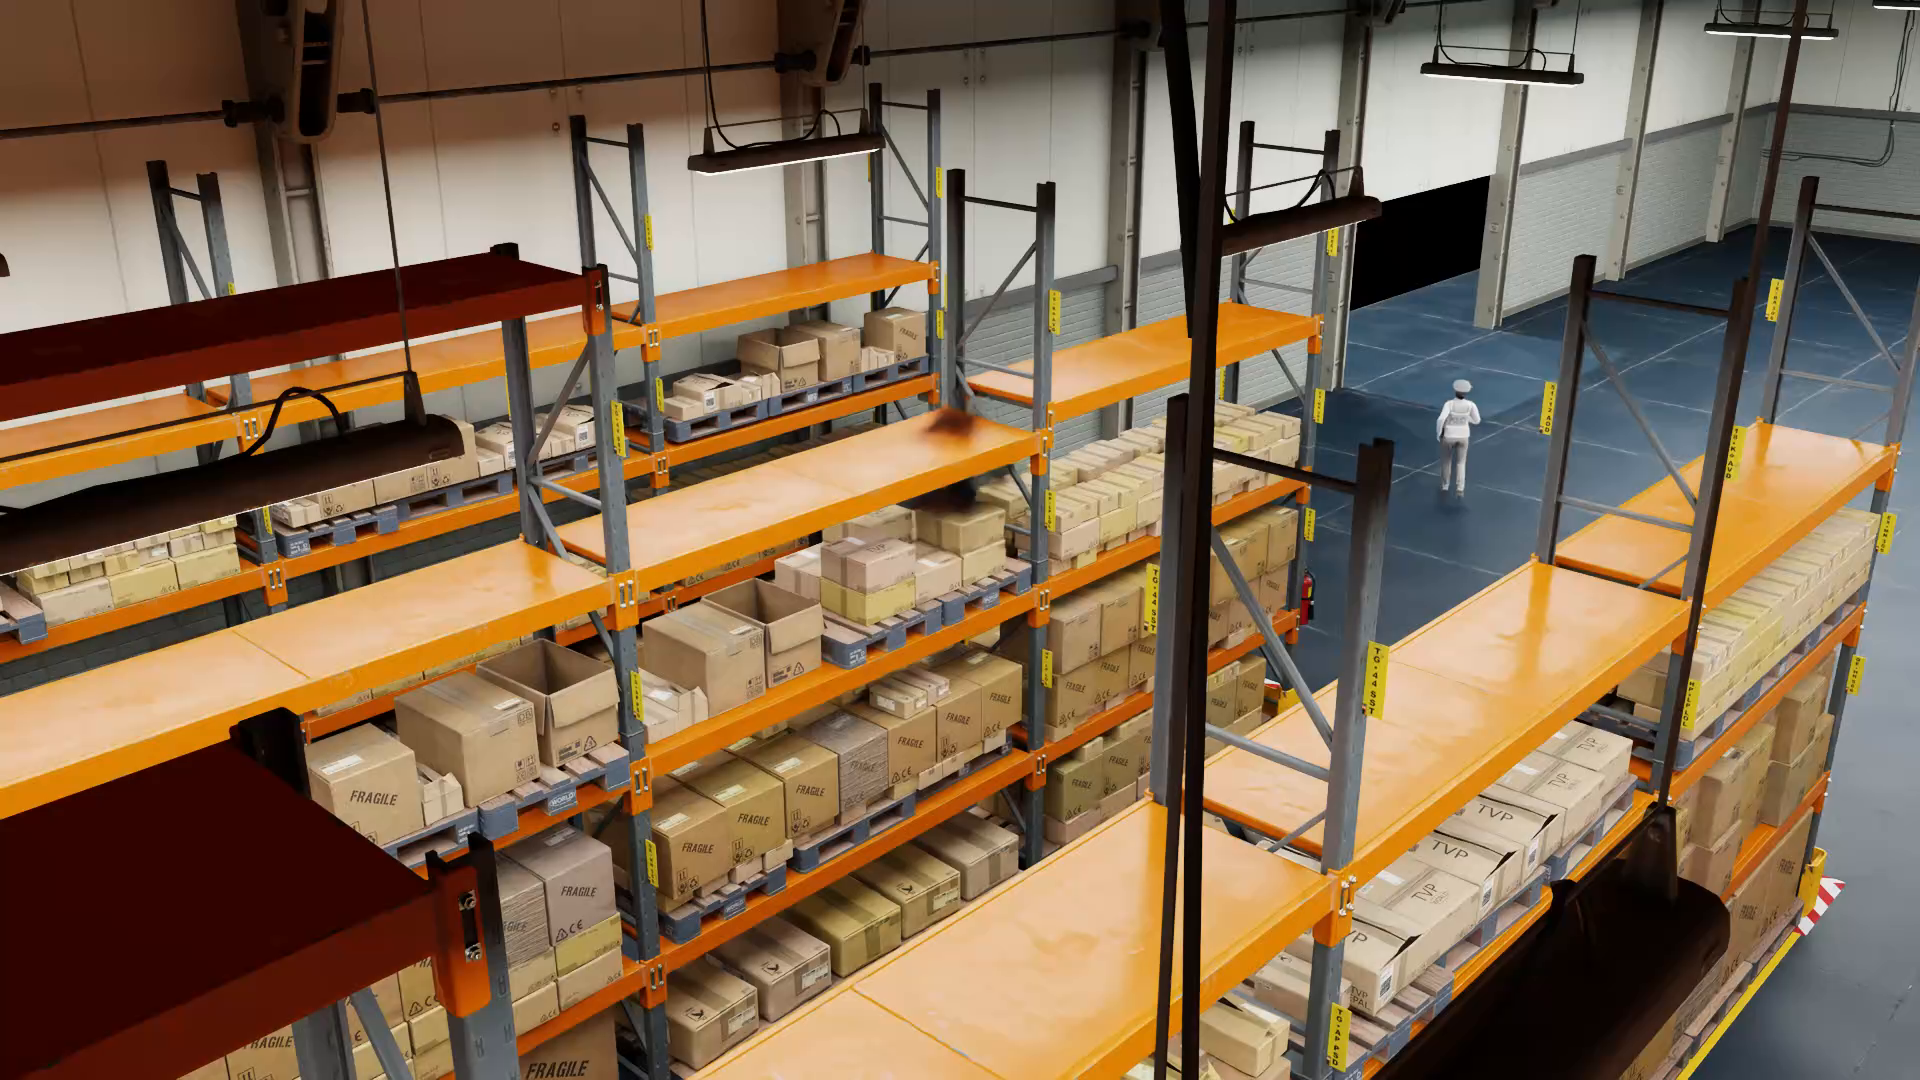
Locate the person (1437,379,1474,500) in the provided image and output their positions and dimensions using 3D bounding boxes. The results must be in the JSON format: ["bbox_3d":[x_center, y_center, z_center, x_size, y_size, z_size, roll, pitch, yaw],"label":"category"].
[{"bbox_3d":[6.886,-1.406,23.247,0.457,1.687,0.899,2,21,6],"label":"person"}]
